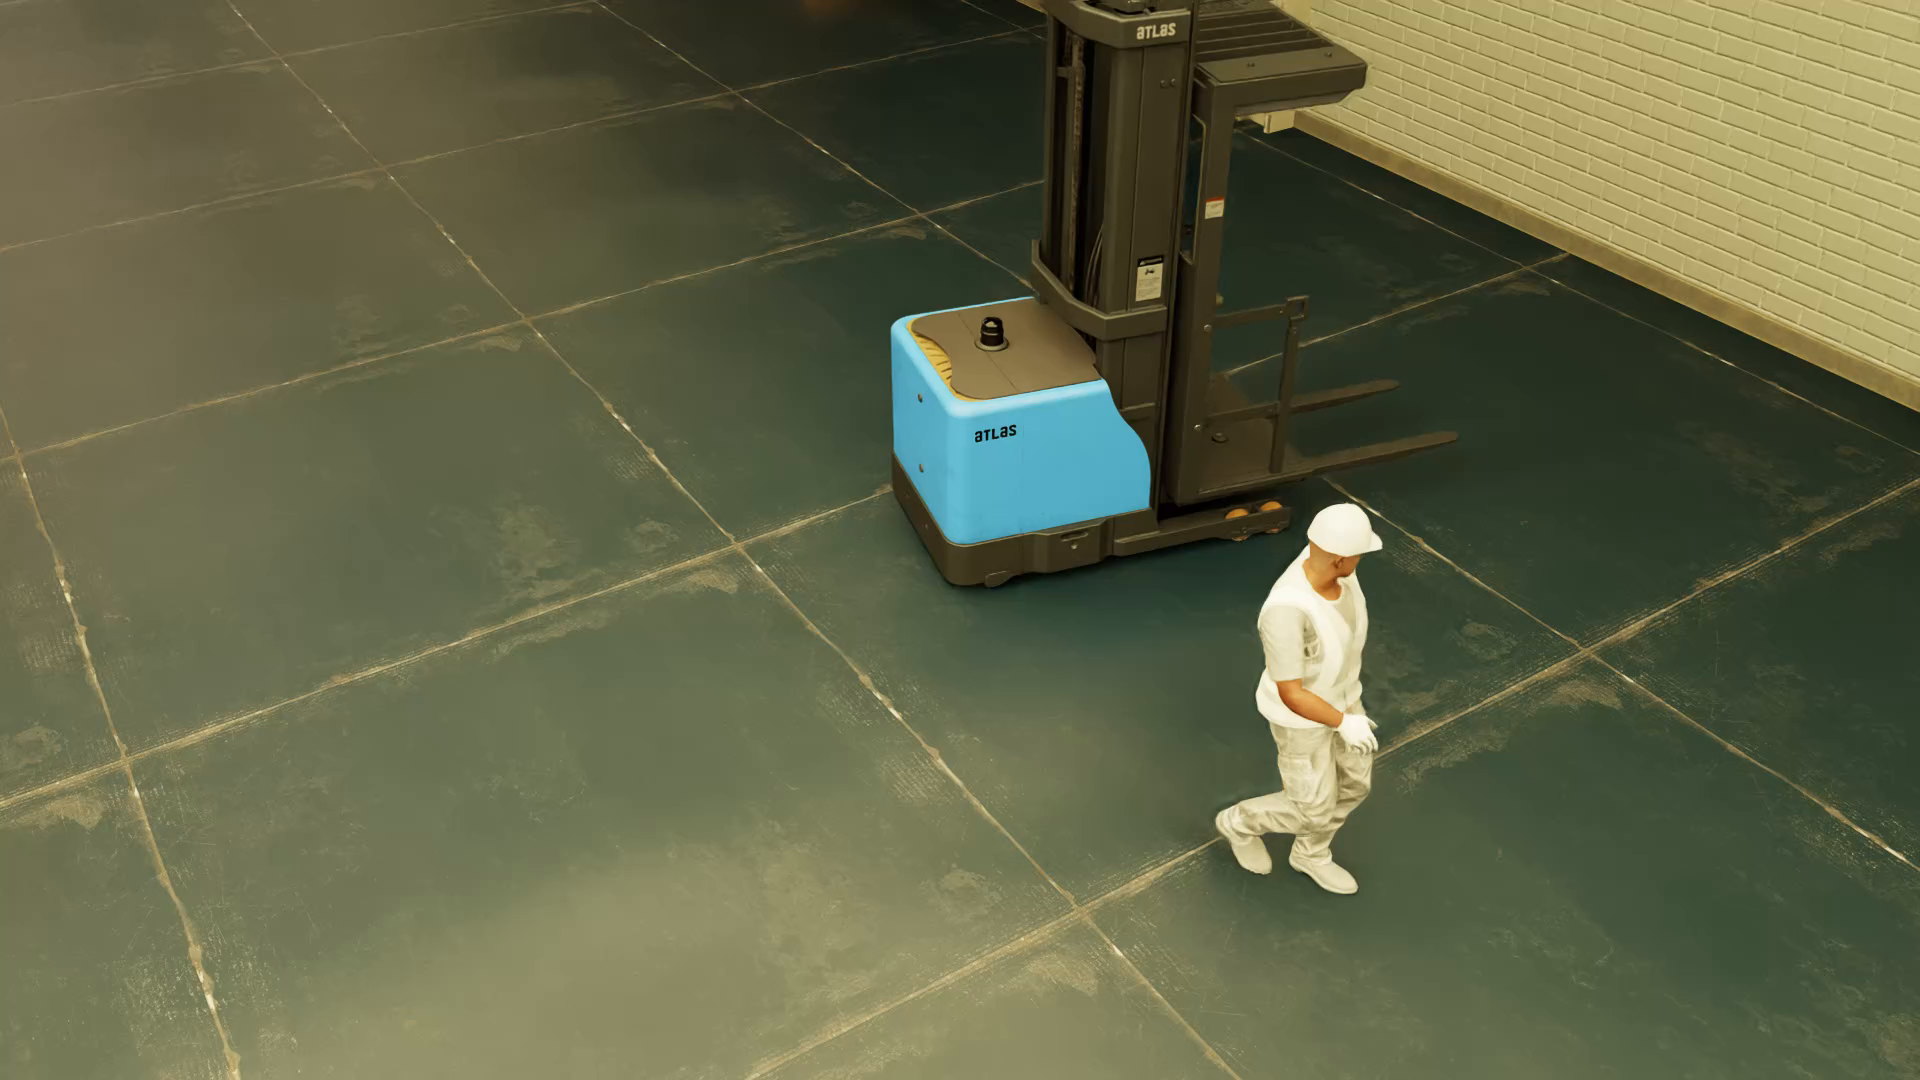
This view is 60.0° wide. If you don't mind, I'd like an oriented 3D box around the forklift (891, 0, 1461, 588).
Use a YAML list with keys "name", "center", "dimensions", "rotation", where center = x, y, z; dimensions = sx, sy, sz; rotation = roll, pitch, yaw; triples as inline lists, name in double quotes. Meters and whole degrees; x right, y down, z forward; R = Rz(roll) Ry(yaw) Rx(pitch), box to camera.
- name: "forklift"
  center: [1.209, -1.472, 8.242]
  dimensions: [3.031, 2.935, 1.130]
  rotation: [-12, 37, -16]

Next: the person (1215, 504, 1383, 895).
- name: "person"
  center: [1.390, 0.609, 6.328]
  dimensions: [0.583, 1.731, 0.747]
  rotation: [29, 44, 34]
